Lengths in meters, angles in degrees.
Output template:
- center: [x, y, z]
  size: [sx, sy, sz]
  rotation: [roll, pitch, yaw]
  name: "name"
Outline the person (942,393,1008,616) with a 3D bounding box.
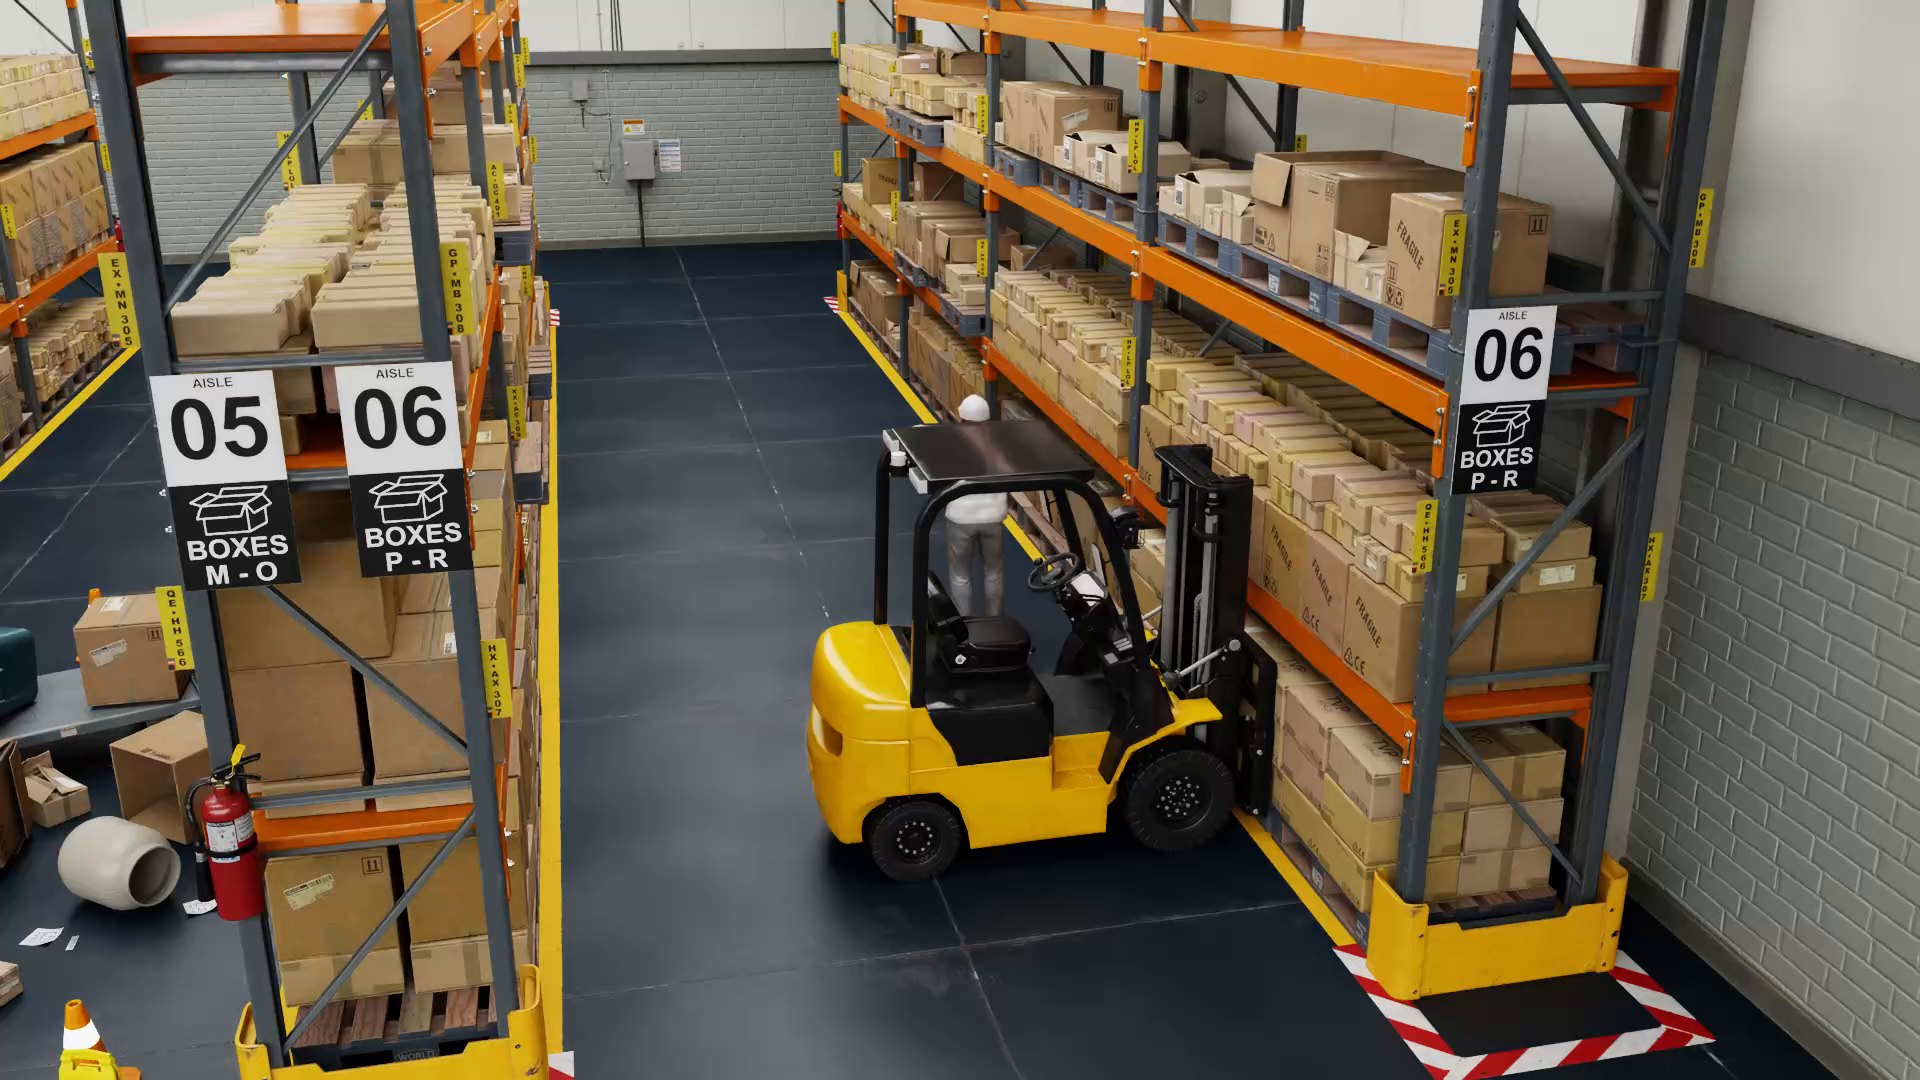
- center: [0.094, -0.170, 11.512]
  size: [0.558, 1.769, 0.520]
  rotation: [-4, 20, -11]
  name: "person"
